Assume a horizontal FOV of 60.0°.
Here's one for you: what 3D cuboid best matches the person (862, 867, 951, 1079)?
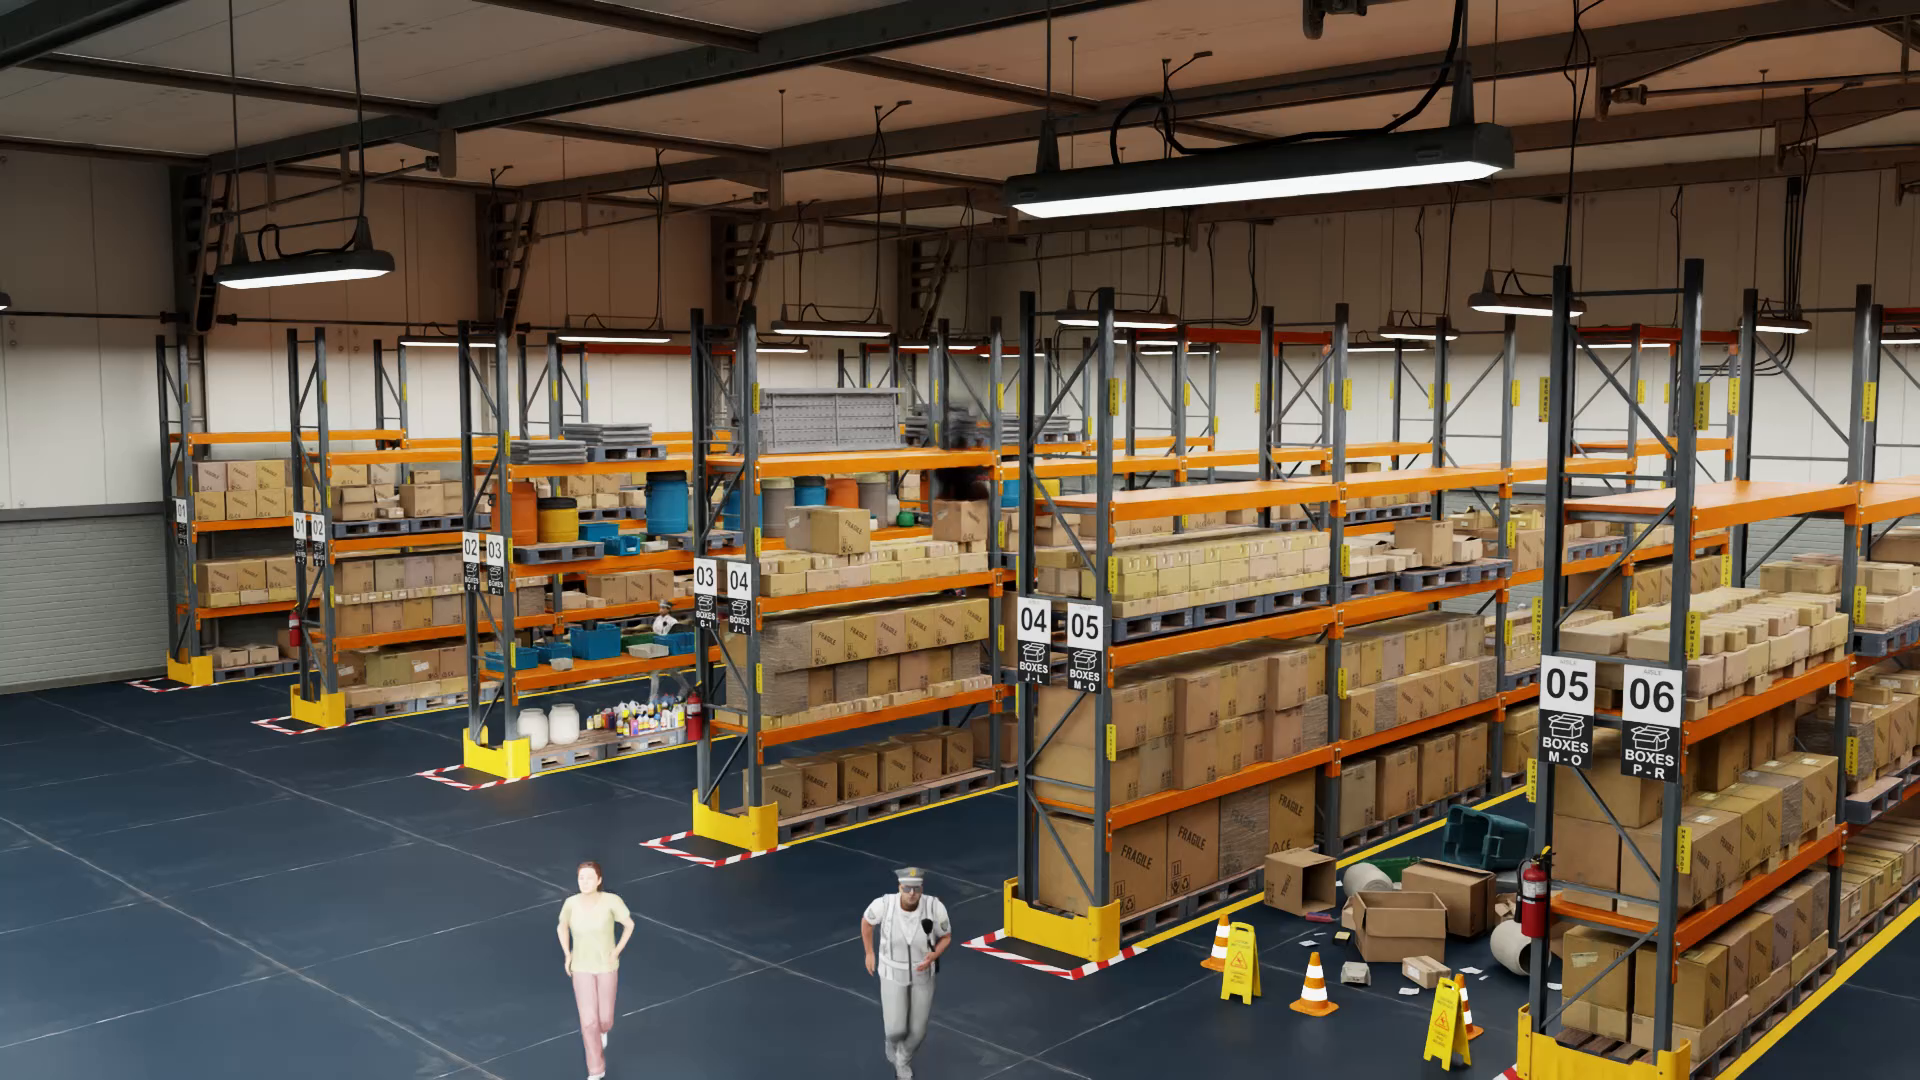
[{"bbox_3d":[-0.374,3.171,12.120,0.627,1.692,0.677,-1,5,-11],"label":"person"}]

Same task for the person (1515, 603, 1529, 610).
[{"bbox_3d":[8.955,1.840,26.446,0.618,1.694,0.900,5,7,43],"label":"person"}]

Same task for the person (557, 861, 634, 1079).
[{"bbox_3d":[-2.721,3.198,12.418,0.575,1.644,0.687,0,5,-5],"label":"person"}]

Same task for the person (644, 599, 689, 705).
[{"bbox_3d":[-4.762,1.783,26.816,0.611,1.681,0.914,3,6,29],"label":"person"}]
